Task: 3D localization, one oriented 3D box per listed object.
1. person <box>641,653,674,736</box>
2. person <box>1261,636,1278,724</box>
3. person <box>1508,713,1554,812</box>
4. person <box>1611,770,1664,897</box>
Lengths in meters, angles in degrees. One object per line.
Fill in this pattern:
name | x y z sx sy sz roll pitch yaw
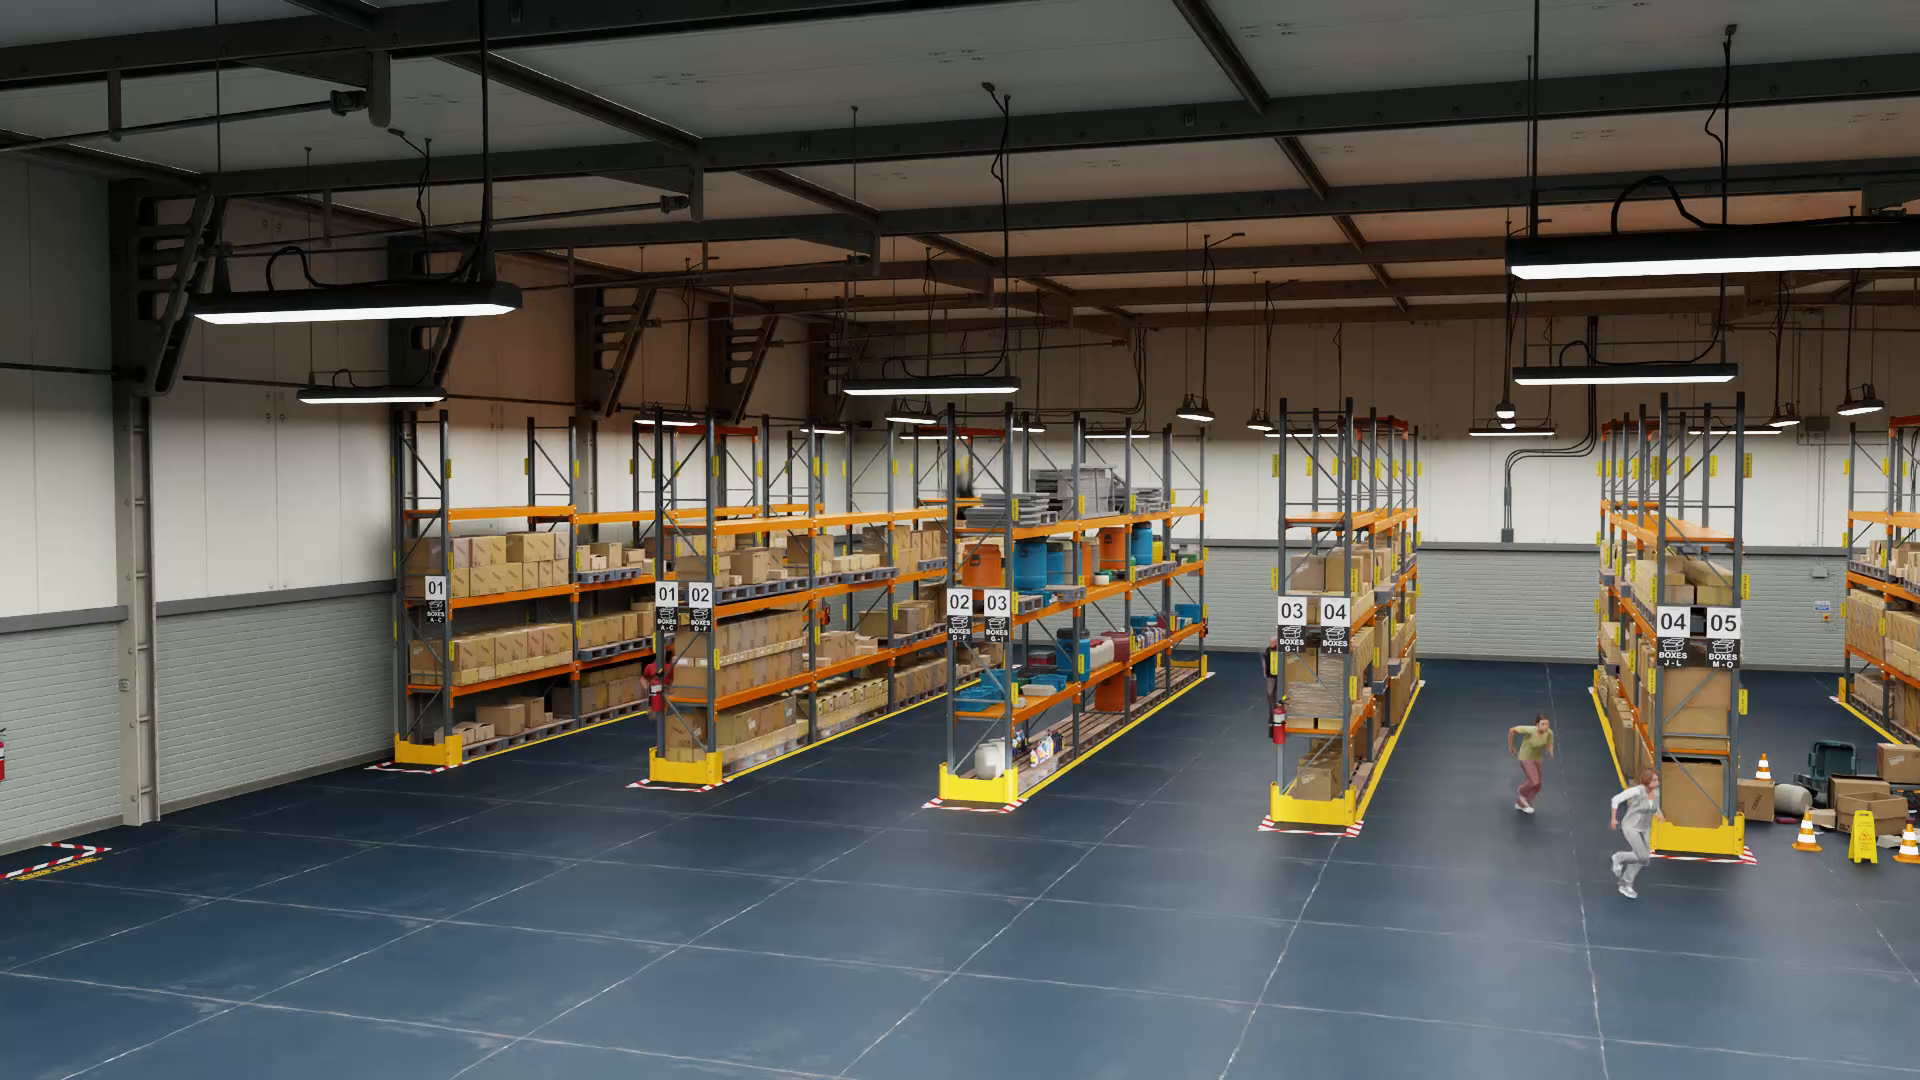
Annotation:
person | -5.485 2.866 30.336 0.658 1.712 0.692 0 2 -6
person | 6.296 2.756 33.041 0.660 1.718 1.024 1 3 22
person | 8.244 3.228 24.013 0.607 1.490 0.809 0 2 -11
person | 7.927 3.419 19.437 0.527 1.530 0.667 -1 3 -27
